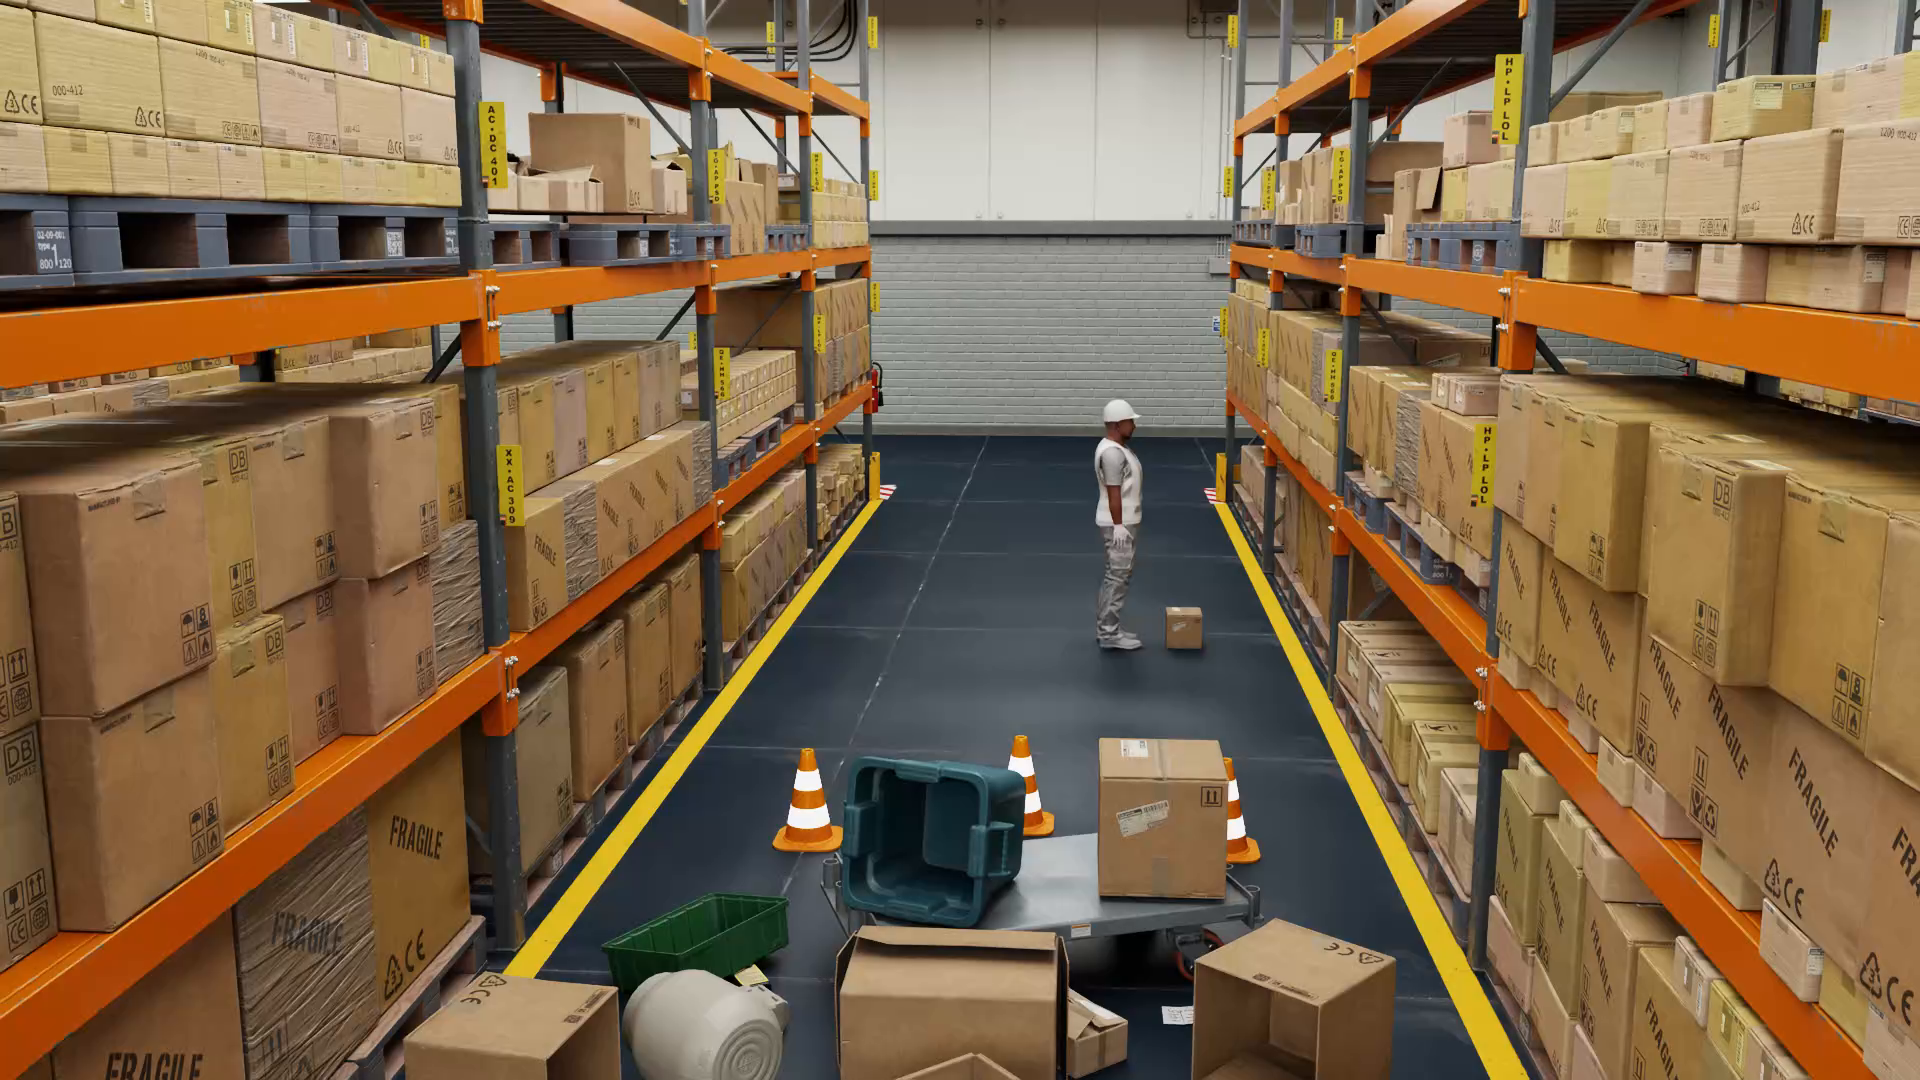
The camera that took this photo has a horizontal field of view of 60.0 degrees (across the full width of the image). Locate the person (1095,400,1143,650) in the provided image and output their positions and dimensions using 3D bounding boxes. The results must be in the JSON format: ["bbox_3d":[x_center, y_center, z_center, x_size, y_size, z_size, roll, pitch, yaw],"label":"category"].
[{"bbox_3d":[1.147,-0.114,12.009,0.361,1.793,0.541,1,11,5],"label":"person"}]
